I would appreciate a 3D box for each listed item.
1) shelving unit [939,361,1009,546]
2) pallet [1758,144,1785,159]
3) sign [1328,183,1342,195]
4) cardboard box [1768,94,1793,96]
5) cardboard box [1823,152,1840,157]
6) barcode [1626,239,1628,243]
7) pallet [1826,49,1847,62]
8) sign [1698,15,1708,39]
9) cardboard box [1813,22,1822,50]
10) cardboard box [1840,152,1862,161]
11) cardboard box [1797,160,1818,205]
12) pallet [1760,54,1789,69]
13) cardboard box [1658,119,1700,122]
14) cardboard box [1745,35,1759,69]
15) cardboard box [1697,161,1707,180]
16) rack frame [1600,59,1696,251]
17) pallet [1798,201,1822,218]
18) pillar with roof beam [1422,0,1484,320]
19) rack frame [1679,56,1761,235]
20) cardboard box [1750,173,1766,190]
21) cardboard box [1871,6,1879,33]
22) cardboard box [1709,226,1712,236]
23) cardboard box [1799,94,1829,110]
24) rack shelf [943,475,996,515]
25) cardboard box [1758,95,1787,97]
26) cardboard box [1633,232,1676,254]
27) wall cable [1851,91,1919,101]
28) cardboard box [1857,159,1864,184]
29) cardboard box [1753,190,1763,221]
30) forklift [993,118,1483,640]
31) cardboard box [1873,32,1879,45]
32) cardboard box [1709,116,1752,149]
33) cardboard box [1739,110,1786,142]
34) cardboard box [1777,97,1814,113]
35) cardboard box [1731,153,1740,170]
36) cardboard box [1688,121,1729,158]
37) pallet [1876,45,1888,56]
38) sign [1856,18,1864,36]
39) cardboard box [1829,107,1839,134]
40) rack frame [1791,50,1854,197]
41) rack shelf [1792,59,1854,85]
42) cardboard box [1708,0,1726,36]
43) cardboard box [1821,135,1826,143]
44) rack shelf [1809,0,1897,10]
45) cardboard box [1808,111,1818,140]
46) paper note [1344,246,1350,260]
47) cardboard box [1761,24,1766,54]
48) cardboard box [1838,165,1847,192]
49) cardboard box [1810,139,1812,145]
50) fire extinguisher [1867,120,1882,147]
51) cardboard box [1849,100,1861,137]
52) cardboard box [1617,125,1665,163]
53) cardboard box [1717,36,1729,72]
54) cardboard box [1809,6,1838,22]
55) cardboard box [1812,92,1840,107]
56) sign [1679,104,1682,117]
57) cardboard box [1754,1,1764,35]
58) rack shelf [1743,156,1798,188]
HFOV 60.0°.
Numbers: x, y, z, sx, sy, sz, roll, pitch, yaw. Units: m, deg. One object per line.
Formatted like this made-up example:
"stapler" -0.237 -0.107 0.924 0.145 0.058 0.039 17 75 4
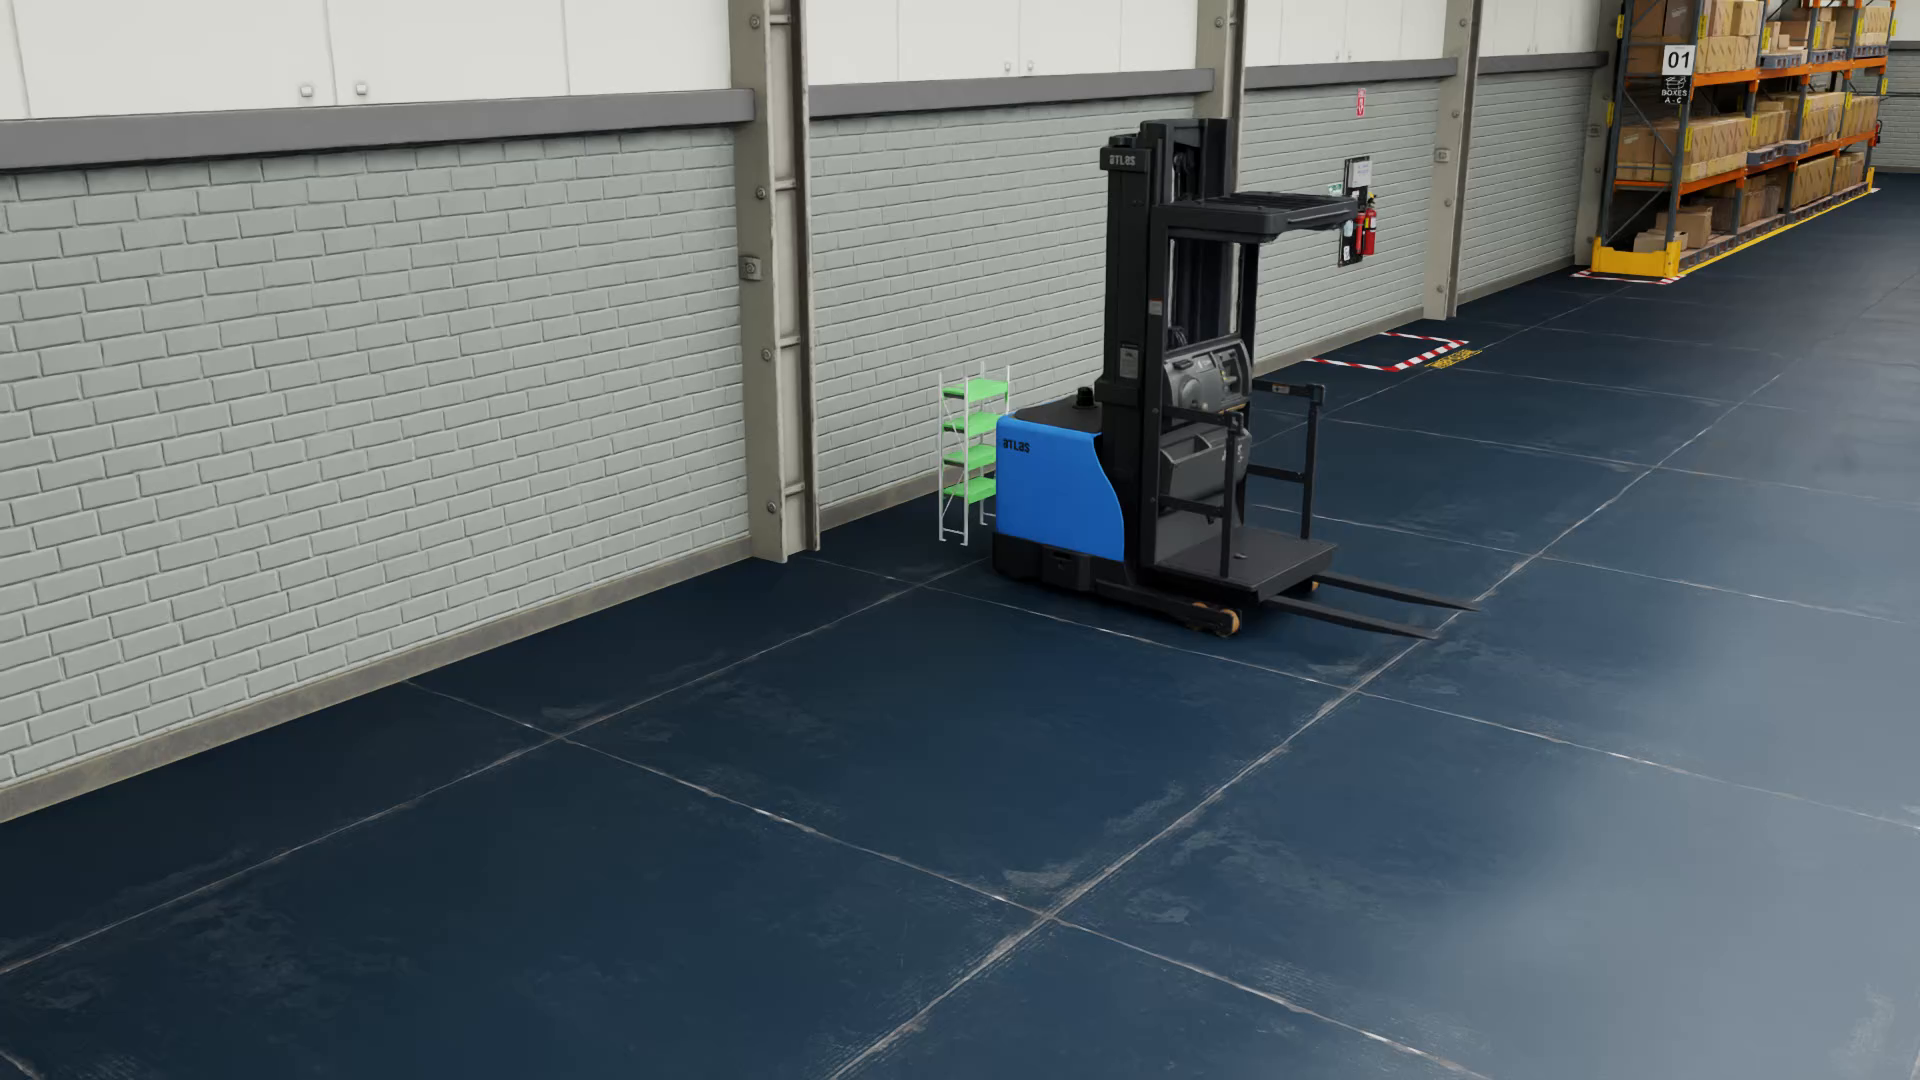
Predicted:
"shelving unit" 0.099 -0.612 11.693 0.258 1.200 0.503 12 21 35
"pallet" 13.417 -6.651 28.426 1.003 0.211 1.213 12 21 35
"sign" 4.039 -3.780 17.906 0.001 0.109 0.331 12 21 35
"cardboard box" 15.245 -8.177 31.048 0.500 0.250 0.500 12 21 33
"cardboard box" 18.456 -8.143 35.322 0.380 0.149 0.250 13 21 35
"barcode" 9.971 -4.470 24.856 0.001 0.075 0.075 12 21 35
"pallet" 16.440 -9.288 31.859 0.805 0.209 1.217 11 21 33
"sign" 10.233 -7.070 22.920 0.100 0.325 0.005 12 21 35
"cardboard box" 15.420 -9.302 30.672 0.700 0.500 0.500 14 22 37
"cardboard box" 18.911 -8.135 35.295 0.380 0.149 0.250 13 22 36
"cardboard box" 15.634 -6.754 31.353 0.750 0.750 0.750 12 21 34
"pallet" 12.633 -7.739 26.867 1.213 0.211 1.003 12 21 35
"cardboard box" 11.120 -6.249 25.764 0.500 0.500 0.500 13 22 36
"cardboard box" 12.076 -7.594 25.879 0.500 0.500 0.500 13 22 36
"cardboard box" 10.640 -5.440 24.422 0.500 0.250 0.500 12 21 33
"rack frame" 9.797 -5.316 23.803 1.000 3.000 0.127 12 21 35
"pallet" 15.821 -6.353 31.846 1.003 0.211 1.213 12 21 35
"pillar with roof beam" 9.401 -6.310 16.891 9.100 9.000 0.400 12 21 35
"rack frame" 12.180 -6.268 26.871 1.000 3.000 0.127 12 21 35
"cardboard box" 13.786 -6.290 29.150 0.500 0.250 0.500 13 21 36
"cardboard box" 18.188 -10.503 33.563 0.500 0.500 0.500 13 21 35
"cardboard box" 11.885 -4.993 26.799 0.380 0.166 0.250 9 20 28
"cardboard box" 15.954 -8.212 31.161 0.500 0.250 0.500 12 21 34
"rack shelf" 0.099 -0.322 11.783 0.258 0.148 0.480 12 21 35
"cardboard box" 14.937 -8.055 30.657 0.500 0.250 0.500 12 21 33
"cardboard box" 10.281 -4.391 24.616 0.500 0.311 0.500 10 20 29
"wall cable" 22.987 -11.793 39.780 3.097 2.526 0.112 12 21 35
"cardboard box" 18.993 -7.949 35.789 0.700 0.500 0.500 12 21 35
"cardboard box" 13.503 -5.831 28.936 0.700 0.500 0.500 12 21 34
"forklift" 1.675 -0.999 10.020 3.031 2.935 1.130 14 22 37
"cardboard box" 18.491 -10.265 34.061 0.500 0.250 0.500 12 21 33
"cardboard box" 12.511 -6.641 27.162 0.700 0.500 0.500 12 21 35
"cardboard box" 13.980 -7.227 29.049 0.700 0.500 0.500 10 20 30
"cardboard box" 15.058 -7.848 29.989 0.500 0.250 0.500 13 22 36
"cardboard box" 11.838 -5.923 25.977 0.500 0.250 0.500 13 21 35
"cardboard box" 11.236 -6.035 25.075 0.500 0.500 0.500 13 22 36
"pallet" 18.896 -10.338 35.068 1.003 0.211 1.213 12 21 35
"sign" 17.388 -9.910 32.137 0.100 0.325 0.005 12 21 35
"cardboard box" 16.578 -8.095 32.051 0.500 0.500 0.500 13 21 35
"rack frame" 16.947 -8.174 33.007 1.000 3.000 0.127 12 21 35
"rack shelf" 15.755 -8.786 31.135 1.077 0.370 4.000 12 21 35
"cardboard box" 10.561 -7.442 23.706 0.500 0.500 0.500 12 21 34
"cardboard box" 16.342 -7.695 31.855 0.380 0.149 0.250 12 21 35
"rack shelf" 18.138 -10.981 33.817 1.077 0.370 4.000 12 21 35
"cardboard box" 15.378 -7.614 30.500 0.500 0.500 0.500 13 22 36
"paper note" 4.280 -3.174 18.391 0.016 0.148 0.142 12 21 35
"cardboard box" 12.570 -8.065 26.723 0.500 0.500 0.500 16 24 42
"cardboard box" 17.777 -7.460 34.214 0.700 0.500 0.500 12 21 34
"cardboard box" 15.690 -7.459 31.097 0.380 0.149 0.250 13 21 36
"fire extinguisher" 19.791 -8.866 35.995 0.296 0.674 0.183 12 21 35
"cardboard box" 17.722 -8.616 33.926 0.980 0.700 0.700 12 21 33
"cardboard box" 9.907 -5.762 24.194 0.500 0.500 0.500 12 21 34
"cardboard box" 10.852 -7.087 24.247 0.500 0.500 0.500 14 22 37
"cardboard box" 17.176 -10.349 33.064 0.500 0.500 0.500 12 21 34
"cardboard box" 16.561 -8.455 31.943 0.500 0.250 0.500 13 21 36
"sign" 11.732 -6.919 27.012 0.100 0.325 0.005 12 21 35
"cardboard box" 12.099 -8.068 25.722 0.500 0.500 0.500 10 20 30
"rack shelf" 13.372 -6.401 28.512 1.077 0.370 4.000 12 21 35
